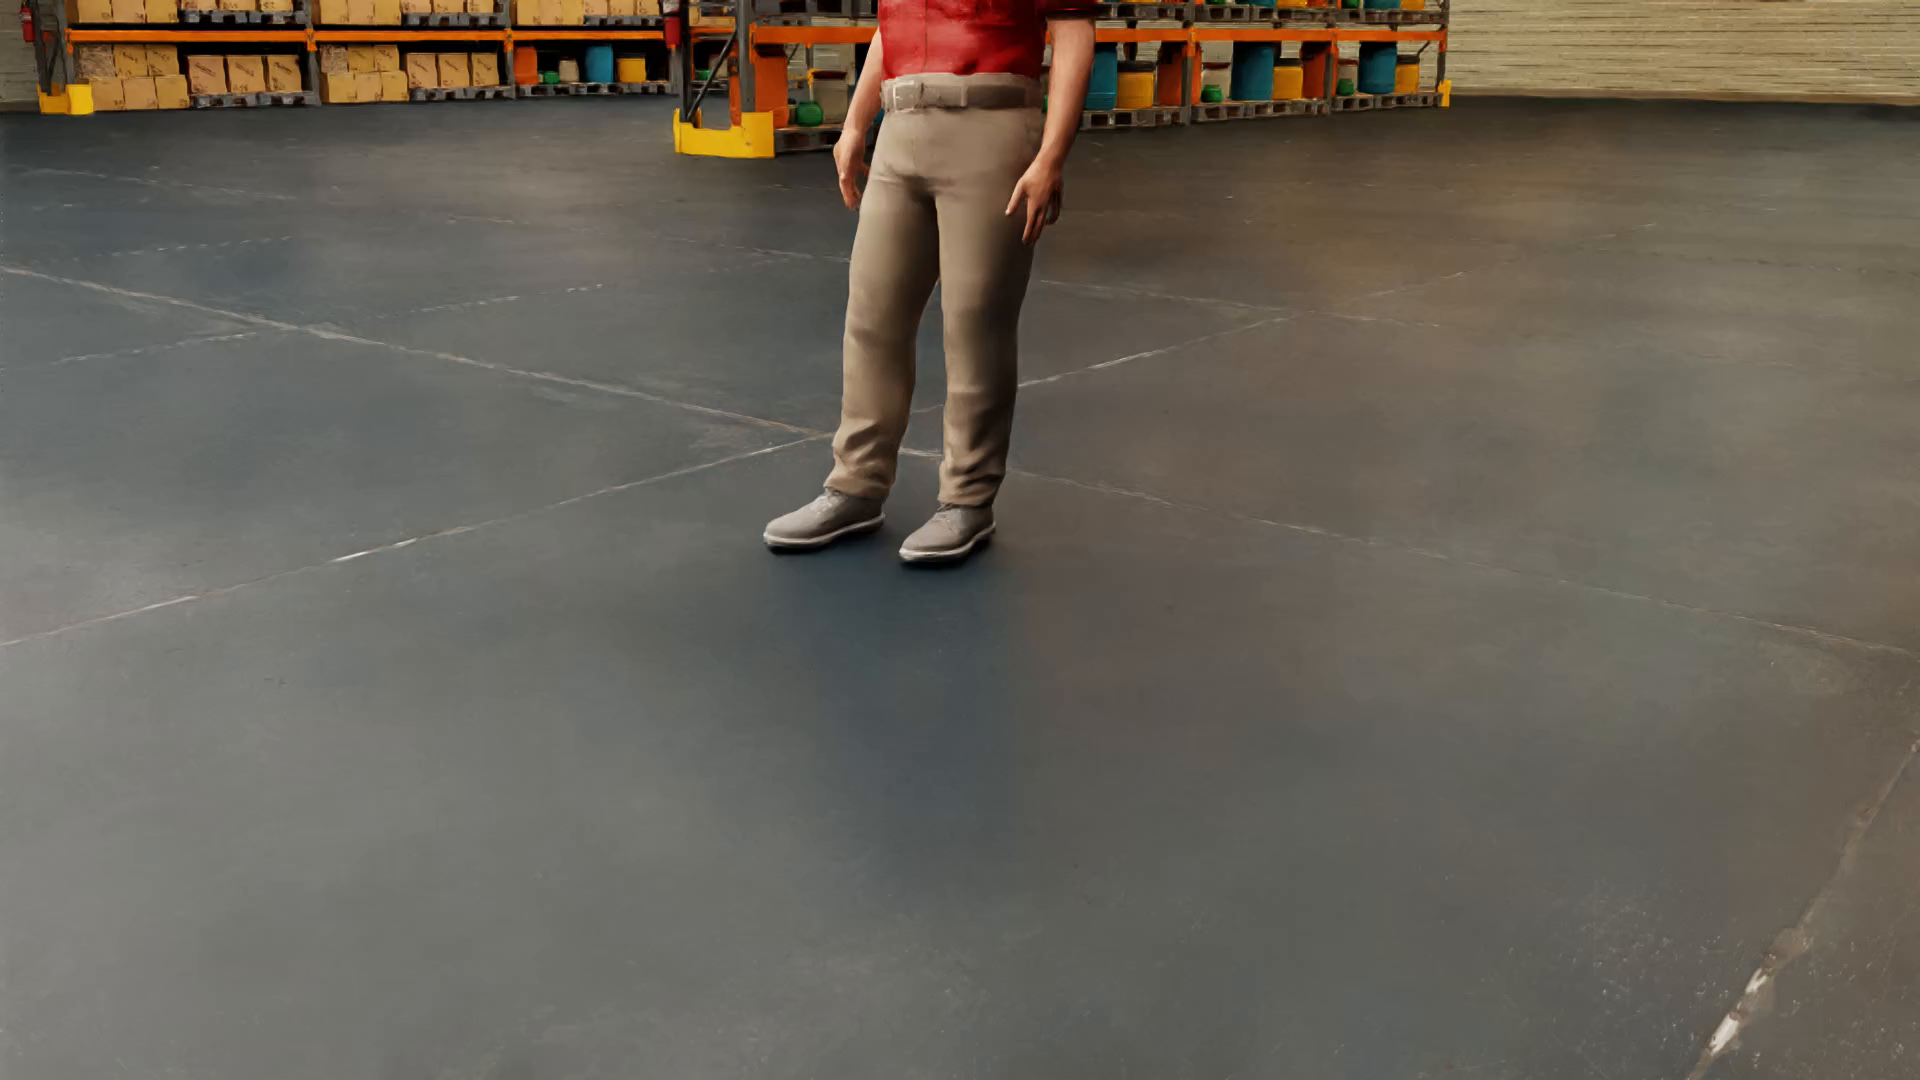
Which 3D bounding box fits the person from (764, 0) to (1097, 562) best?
[{"bbox_3d":[-0.066,-0.816,3.630,0.640,1.727,0.550,13,21,37],"label":"person"}]
